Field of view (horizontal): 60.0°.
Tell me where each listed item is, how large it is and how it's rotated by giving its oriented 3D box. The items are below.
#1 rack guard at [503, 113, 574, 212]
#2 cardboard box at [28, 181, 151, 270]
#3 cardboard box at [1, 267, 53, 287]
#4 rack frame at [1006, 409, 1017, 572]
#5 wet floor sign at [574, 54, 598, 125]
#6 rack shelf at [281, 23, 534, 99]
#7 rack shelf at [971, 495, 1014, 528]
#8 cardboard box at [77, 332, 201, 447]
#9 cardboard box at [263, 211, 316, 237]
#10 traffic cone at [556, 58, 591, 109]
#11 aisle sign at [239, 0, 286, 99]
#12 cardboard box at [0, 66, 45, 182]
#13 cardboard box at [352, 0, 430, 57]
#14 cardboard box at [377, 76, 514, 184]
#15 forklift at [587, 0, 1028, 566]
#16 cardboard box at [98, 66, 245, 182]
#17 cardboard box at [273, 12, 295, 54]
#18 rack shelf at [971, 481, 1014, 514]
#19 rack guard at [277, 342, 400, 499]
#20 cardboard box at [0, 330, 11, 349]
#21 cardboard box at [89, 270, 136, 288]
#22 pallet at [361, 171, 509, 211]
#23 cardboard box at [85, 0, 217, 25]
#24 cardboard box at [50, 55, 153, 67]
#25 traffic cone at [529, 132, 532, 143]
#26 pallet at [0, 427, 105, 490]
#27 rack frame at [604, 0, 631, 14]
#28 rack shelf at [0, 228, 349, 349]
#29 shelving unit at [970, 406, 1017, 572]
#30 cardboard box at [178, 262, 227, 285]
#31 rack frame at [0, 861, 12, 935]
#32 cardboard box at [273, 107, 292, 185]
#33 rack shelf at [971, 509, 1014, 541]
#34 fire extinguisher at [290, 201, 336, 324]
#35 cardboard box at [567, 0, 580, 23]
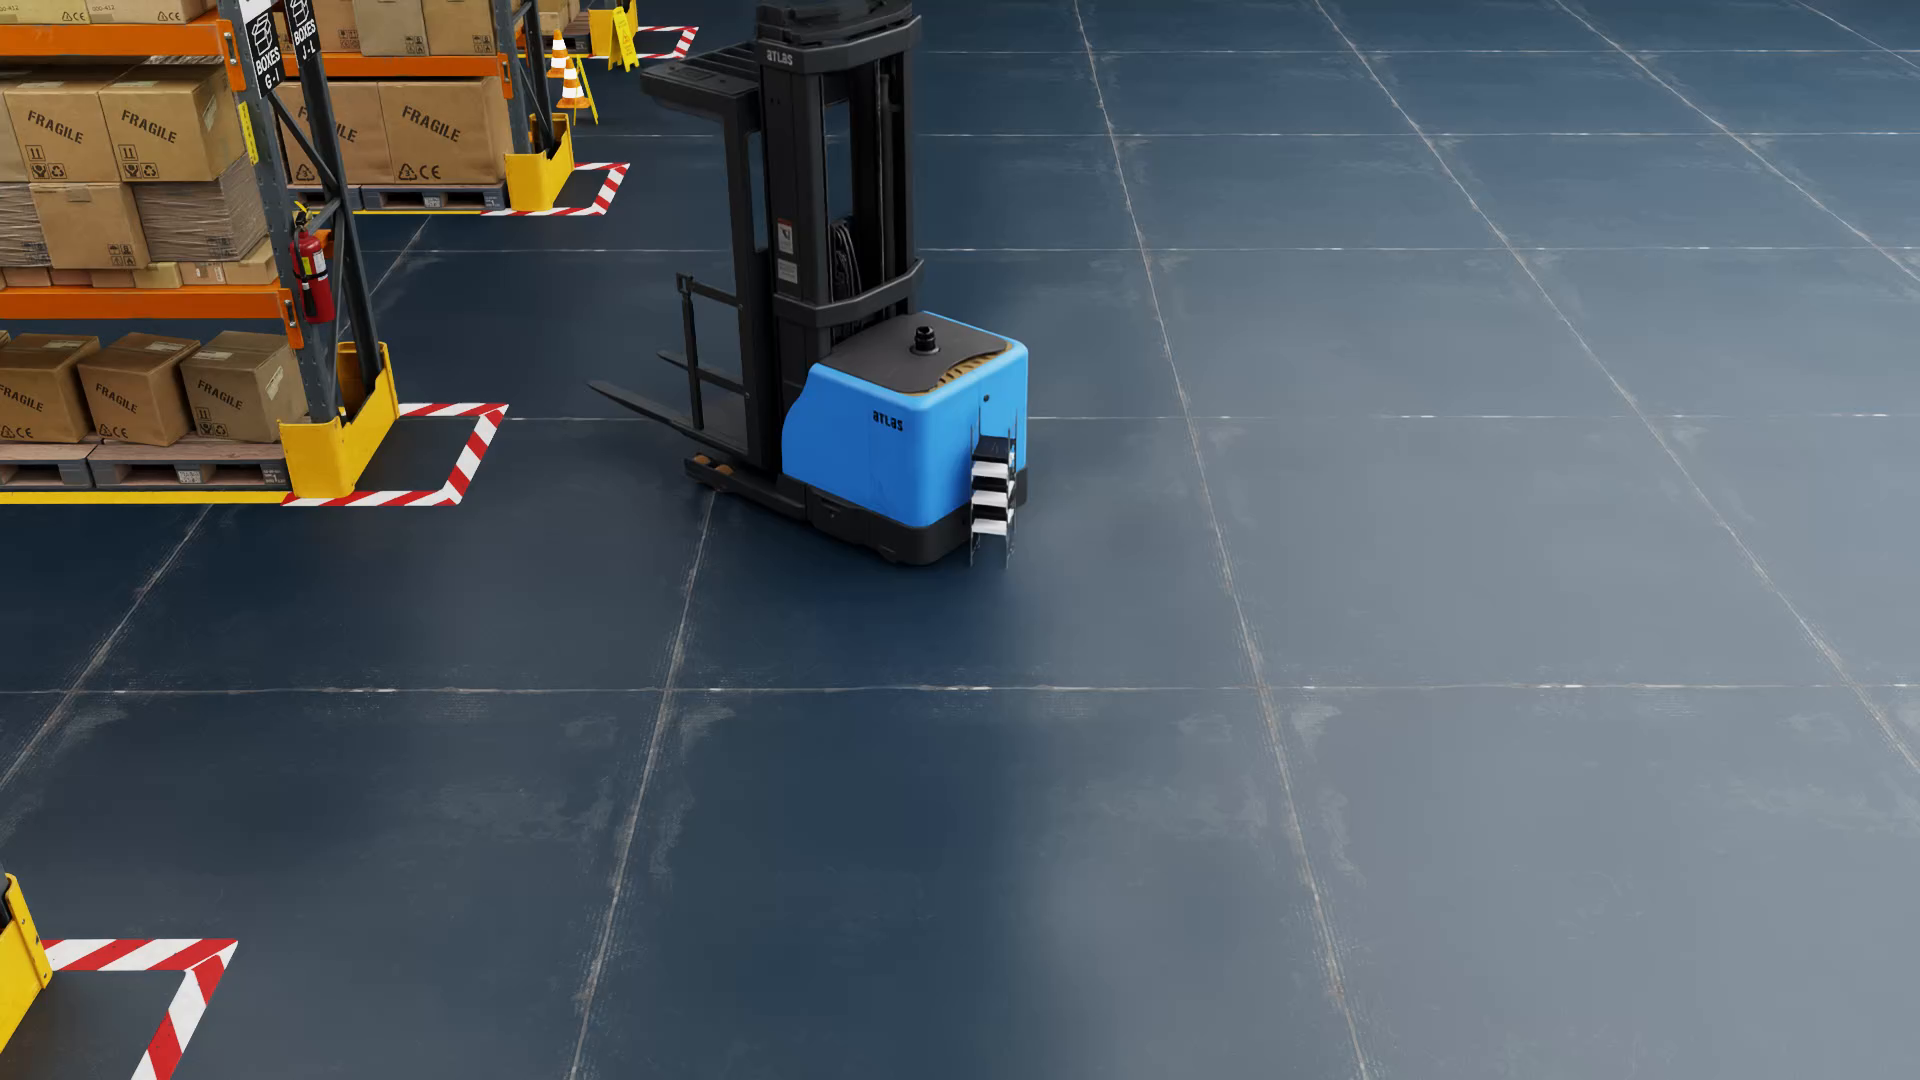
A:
[{"bbox_3d":[-3.703,-3.342,14.665,0.348,0.500,1.175,0,31,0],"label":"rack guard"},{"bbox_3d":[-4.848,-1.956,9.588,0.500,0.500,0.875,0,31,0],"label":"cardboard box"},{"bbox_3d":[-5.332,-1.609,9.642,0.250,0.149,0.380,0,31,0],"label":"cardboard box"},{"bbox_3d":[0.286,-0.268,9.214,0.006,0.900,0.240,6,32,10],"label":"rack frame"},{"bbox_3d":[-3.710,-4.431,16.320,0.232,0.644,0.267,-5,32,-9],"label":"wet floor sign"},{"bbox_3d":[-5.727,-4.096,14.193,4.000,0.370,1.077,0,31,0],"label":"rack shelf"},{"bbox_3d":[0.186,-0.174,9.296,0.200,0.077,0.258,6,32,10],"label":"rack shelf"},{"bbox_3d":[-5.020,-0.935,10.294,0.500,0.500,0.500,8,32,13],"label":"cardboard box"},{"bbox_3d":[-4.085,-1.853,10.043,0.250,0.149,0.380,0,31,0],"label":"cardboard box"},{"bbox_3d":[-3.933,-4.648,16.853,0.334,0.463,0.336,0,31,0],"label":"traffic cone"},{"bbox_3d":[-3.734,-2.793,8.845,0.004,0.787,0.394,0,31,0],"label":"aisle sign"},{"bbox_3d":[-5.347,-2.300,9.191,0.500,0.500,0.500,0,31,0],"label":"cardboard box"},{"bbox_3d":[-4.648,-4.437,13.915,0.550,0.550,0.875,0,31,0],"label":"cardboard box"},{"bbox_3d":[-4.405,-3.645,14.399,0.875,0.875,0.875,0,31,0],"label":"cardboard box"},{"bbox_3d":[-1.062,-1.731,9.667,3.031,2.935,1.130,23,38,33],"label":"forklift"},{"bbox_3d":[-4.347,-2.305,9.199,0.500,0.500,0.500,0,31,0],"label":"cardboard box"},{"bbox_3d":[-5.738,-4.477,13.982,0.500,0.550,0.875,0,31,0],"label":"cardboard box"},{"bbox_3d":[0.186,-0.251,9.249,0.200,0.077,0.258,6,32,10],"label":"rack shelf"},{"bbox_3d":[-3.874,-0.768,10.423,0.348,0.500,1.175,0,31,0],"label":"rack guard"},{"bbox_3d":[-6.205,-0.964,10.342,0.500,0.500,0.500,-3,31,-5],"label":"cardboard box"},{"bbox_3d":[-4.832,-1.601,9.628,0.250,0.149,0.380,0,31,0],"label":"cardboard box"},{"bbox_3d":[-4.526,-3.175,14.669,1.213,0.211,1.003,0,31,0],"label":"pallet"},{"bbox_3d":[-4.279,-2.922,8.817,0.500,0.250,0.500,1,31,1],"label":"cardboard box"},{"bbox_3d":[-4.850,-2.576,9.646,0.500,0.500,0.500,0,31,0],"label":"cardboard box"},{"bbox_3d":[-4.267,-4.061,15.886,0.334,0.463,0.336,0,31,0],"label":"traffic cone"},{"bbox_3d":[-5.904,-0.658,10.521,1.213,0.211,1.003,0,31,0],"label":"pallet"},{"bbox_3d":[-3.858,-6.978,18.248,0.127,3.000,1.000,0,31,0],"label":"rack frame"},{"bbox_3d":[-5.798,-1.523,9.952,4.000,0.370,1.077,0,31,0],"label":"rack shelf"},{"bbox_3d":[0.186,-0.279,9.232,0.210,0.900,0.258,6,32,10],"label":"shelving unit"},{"bbox_3d":[-4.332,-1.621,9.662,0.250,0.149,0.380,0,31,0],"label":"cardboard box"},{"bbox_3d":[-3.768,0.732,5.541,0.127,3.000,1.000,0,31,0],"label":"rack frame"},{"bbox_3d":[-6.196,-3.639,14.389,0.875,0.875,0.875,0,31,0],"label":"cardboard box"},{"bbox_3d":[0.186,-0.097,9.343,0.200,0.077,0.258,6,32,10],"label":"rack shelf"},{"bbox_3d":[-3.681,-1.565,9.402,0.183,0.674,0.296,0,31,0],"label":"fire extinguisher"},{"bbox_3d":[-4.666,-6.122,19.084,0.500,0.250,0.500,0,31,-1],"label":"cardboard box"}]
